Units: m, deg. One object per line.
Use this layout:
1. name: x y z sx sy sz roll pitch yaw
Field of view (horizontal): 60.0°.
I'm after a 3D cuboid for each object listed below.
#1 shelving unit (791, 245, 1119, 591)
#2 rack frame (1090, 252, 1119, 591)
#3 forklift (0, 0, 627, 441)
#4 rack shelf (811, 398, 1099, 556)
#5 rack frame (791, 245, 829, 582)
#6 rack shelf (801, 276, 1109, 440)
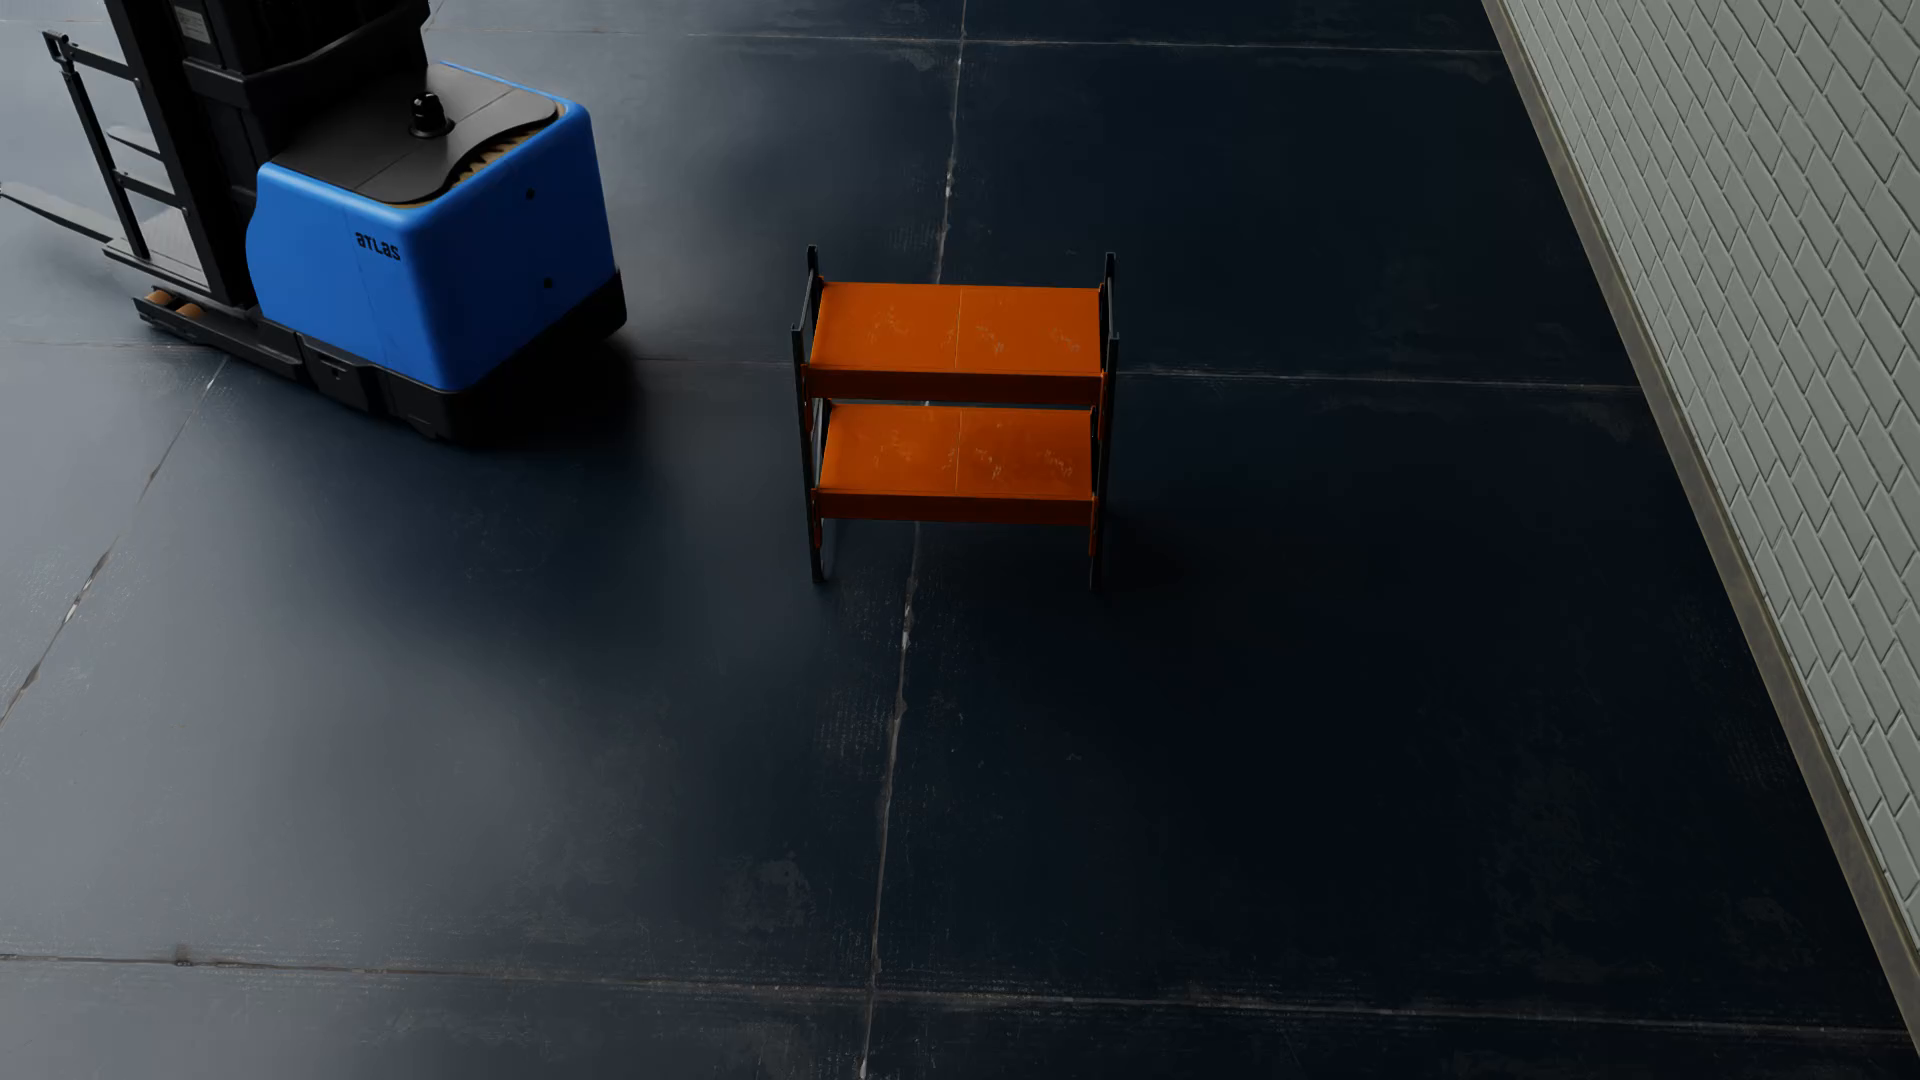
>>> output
1. shelving unit: -0.007 -0.412 5.867 1.048 1.125 0.538 2 43 2
2. rack frame: 0.501 -0.396 5.850 0.032 1.125 0.500 2 43 2
3. forklift: -2.969 -2.210 6.472 3.031 2.935 1.130 22 47 22
4. rack shelf: -0.007 -0.233 6.033 1.000 0.278 0.538 2 43 2
5. rack frame: -0.515 -0.427 5.884 0.032 1.125 0.500 2 43 2
6. rack shelf: -0.007 -0.626 5.667 1.000 0.278 0.538 2 43 2
